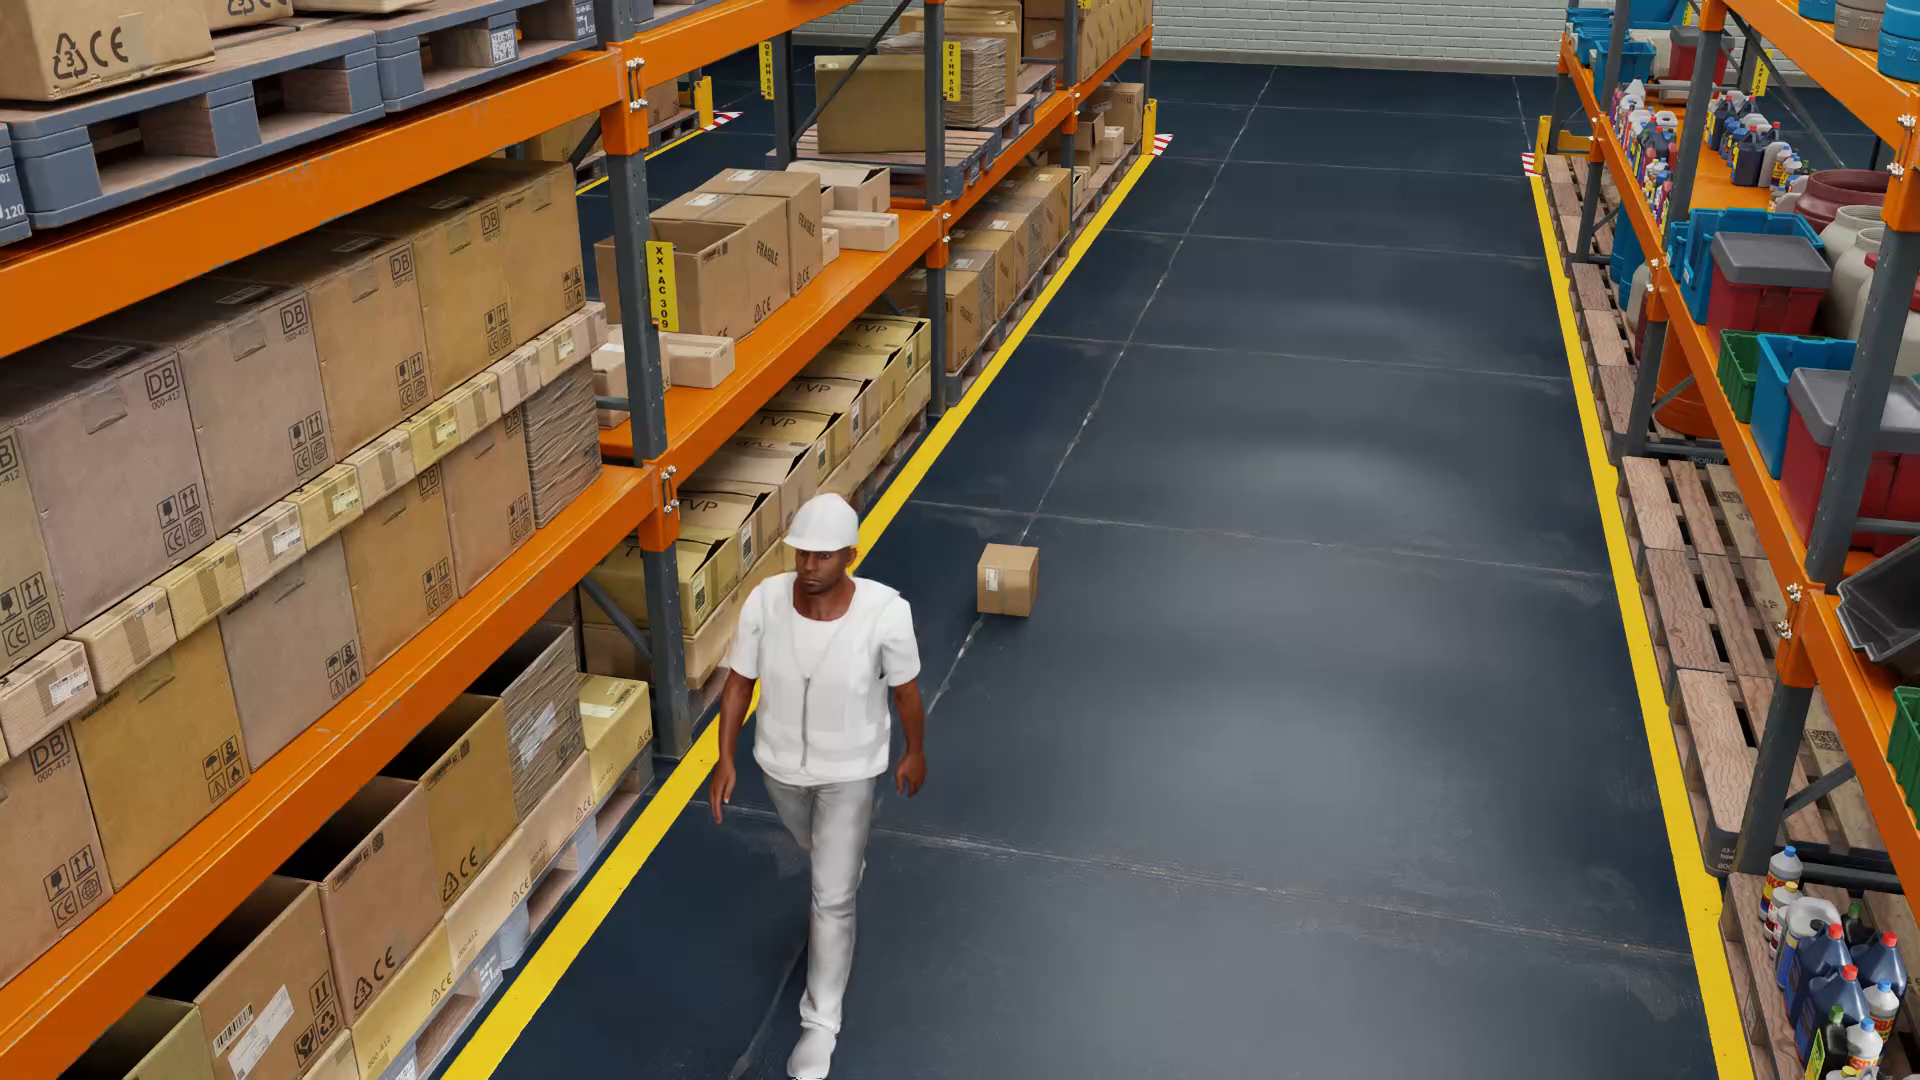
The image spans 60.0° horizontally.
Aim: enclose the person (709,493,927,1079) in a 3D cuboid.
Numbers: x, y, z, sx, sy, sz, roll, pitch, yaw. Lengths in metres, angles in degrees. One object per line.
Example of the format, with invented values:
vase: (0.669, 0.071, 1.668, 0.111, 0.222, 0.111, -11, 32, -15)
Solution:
person: (-0.455, 0.692, 5.122, 0.586, 1.722, 1.048, 8, 26, 16)
